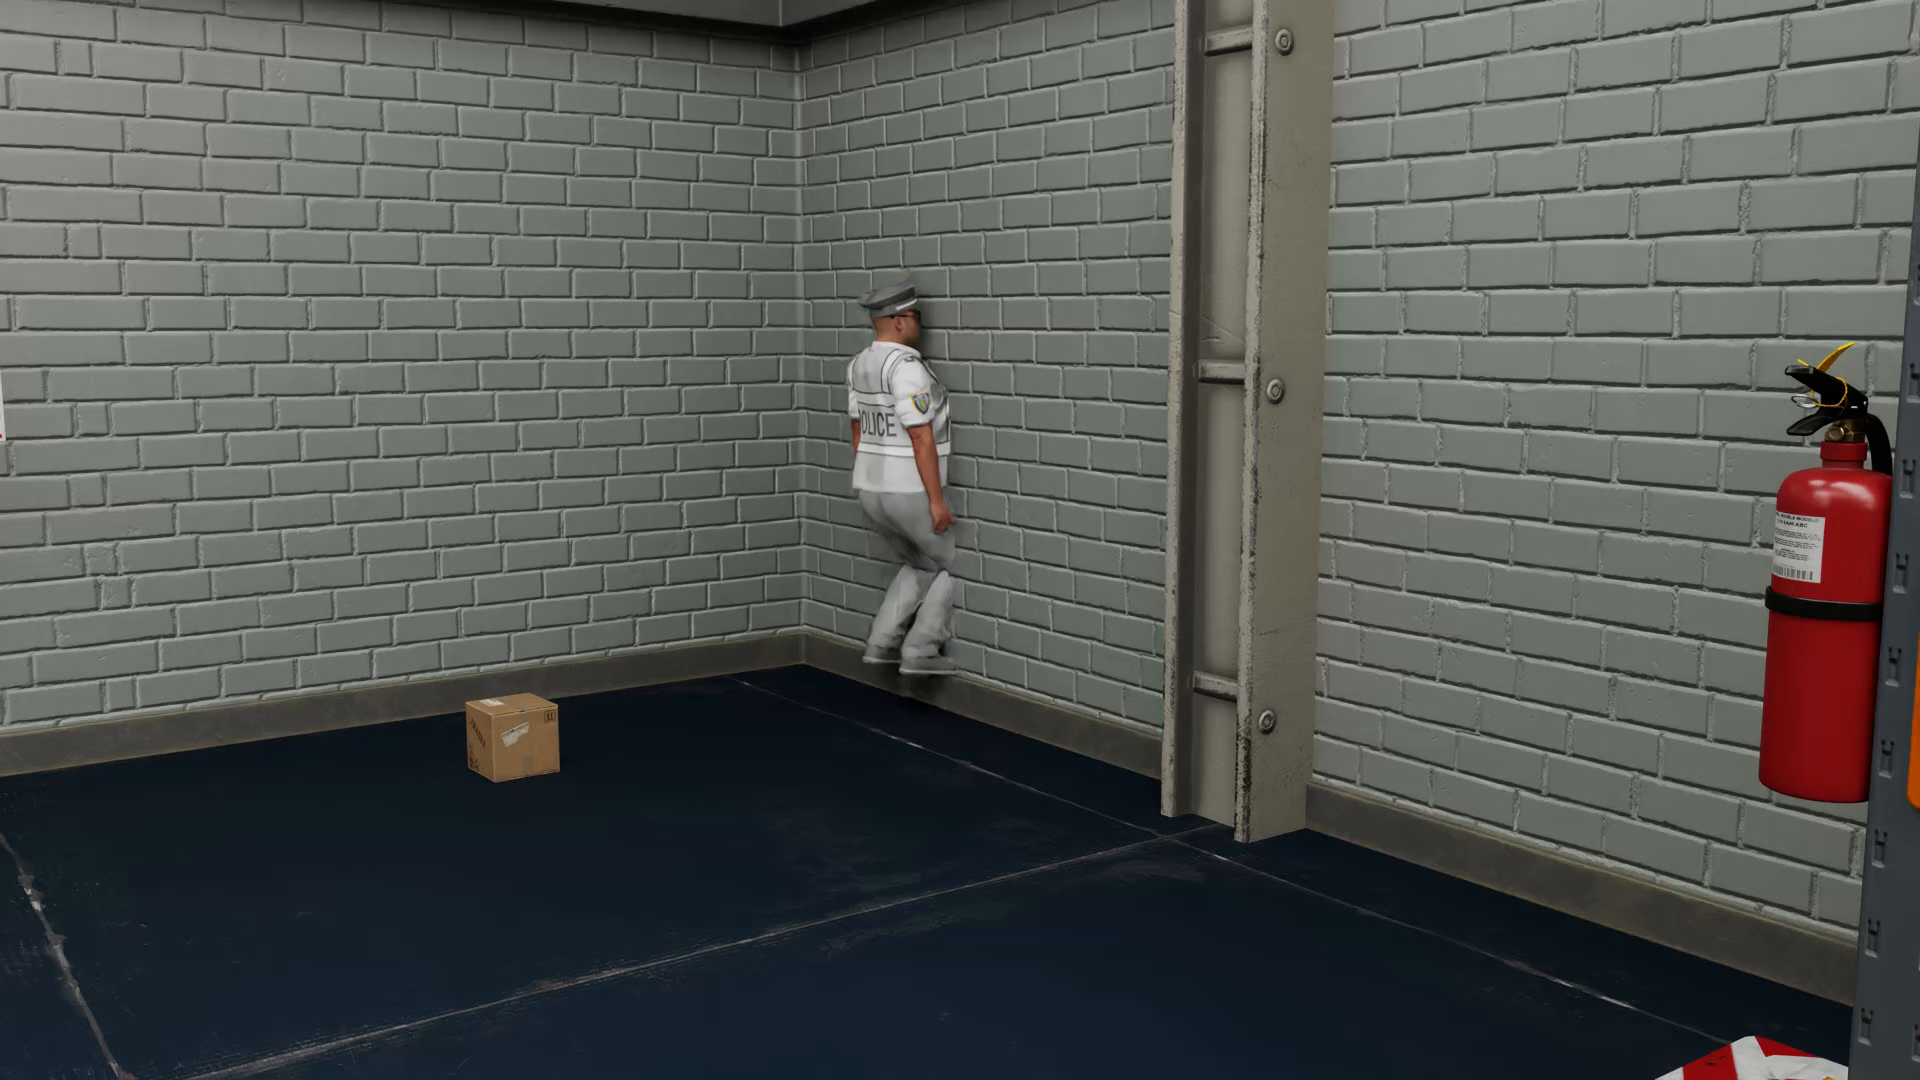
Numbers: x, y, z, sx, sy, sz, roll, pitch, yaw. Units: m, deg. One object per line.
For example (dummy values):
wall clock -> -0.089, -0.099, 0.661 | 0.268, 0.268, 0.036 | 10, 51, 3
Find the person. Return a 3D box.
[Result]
person -> -0.186, -0.259, 6.998 | 0.489, 1.660, 0.534 | -5, 9, -33
